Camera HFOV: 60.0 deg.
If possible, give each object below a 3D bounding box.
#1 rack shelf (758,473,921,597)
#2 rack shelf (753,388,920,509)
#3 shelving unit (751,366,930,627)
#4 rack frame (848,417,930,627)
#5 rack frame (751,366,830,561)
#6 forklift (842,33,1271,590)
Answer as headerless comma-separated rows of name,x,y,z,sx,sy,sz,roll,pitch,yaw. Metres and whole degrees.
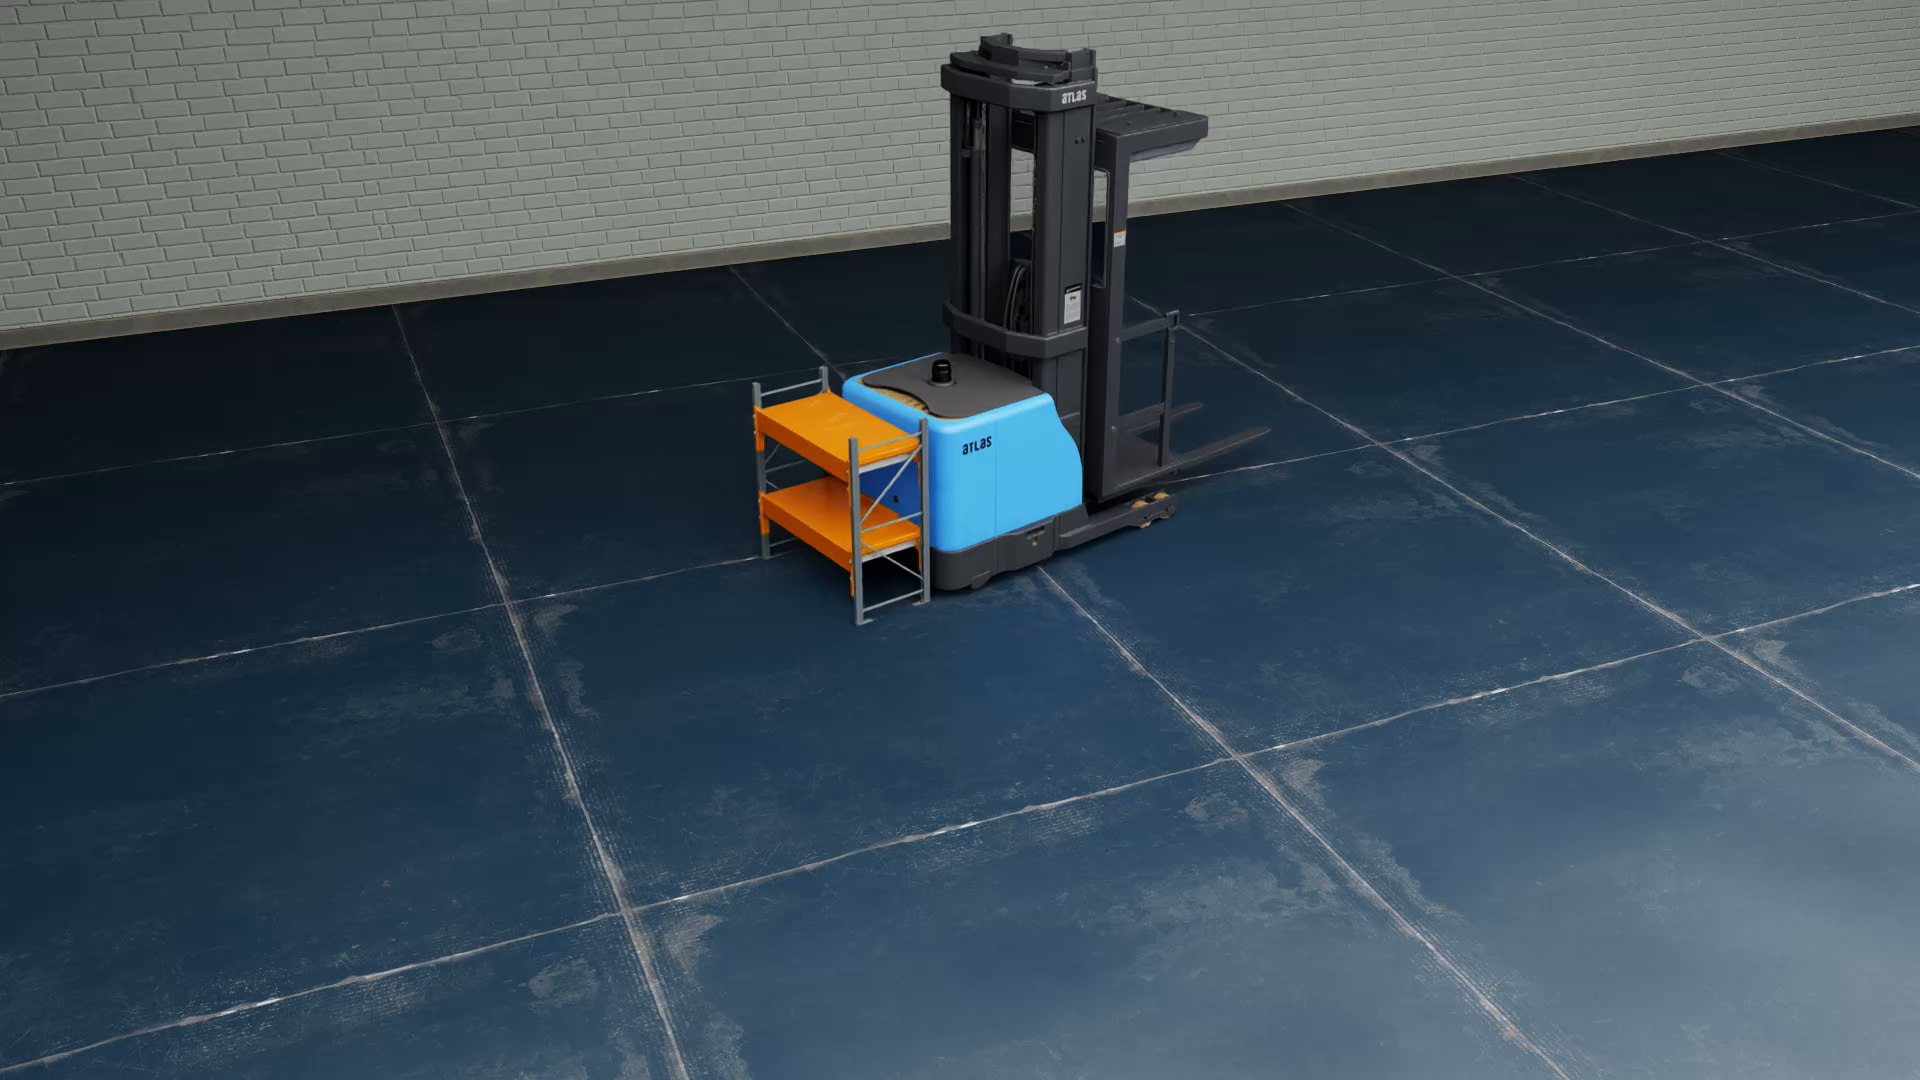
rack shelf,-0.684,-0.053,9.634,0.538,0.278,1.000,-18,31,-32
rack shelf,-0.684,-0.536,9.398,0.538,0.278,1.000,-18,31,-32
shelving unit,-0.684,-0.273,9.526,0.538,1.125,1.048,-18,31,-32
rack frame,-0.382,-0.093,9.159,0.500,1.125,0.032,-18,31,-32
rack frame,-0.987,-0.452,9.893,0.500,1.125,0.032,-18,31,-32
forklift,0.745,-1.551,10.086,3.031,2.935,1.130,-20,33,-36
